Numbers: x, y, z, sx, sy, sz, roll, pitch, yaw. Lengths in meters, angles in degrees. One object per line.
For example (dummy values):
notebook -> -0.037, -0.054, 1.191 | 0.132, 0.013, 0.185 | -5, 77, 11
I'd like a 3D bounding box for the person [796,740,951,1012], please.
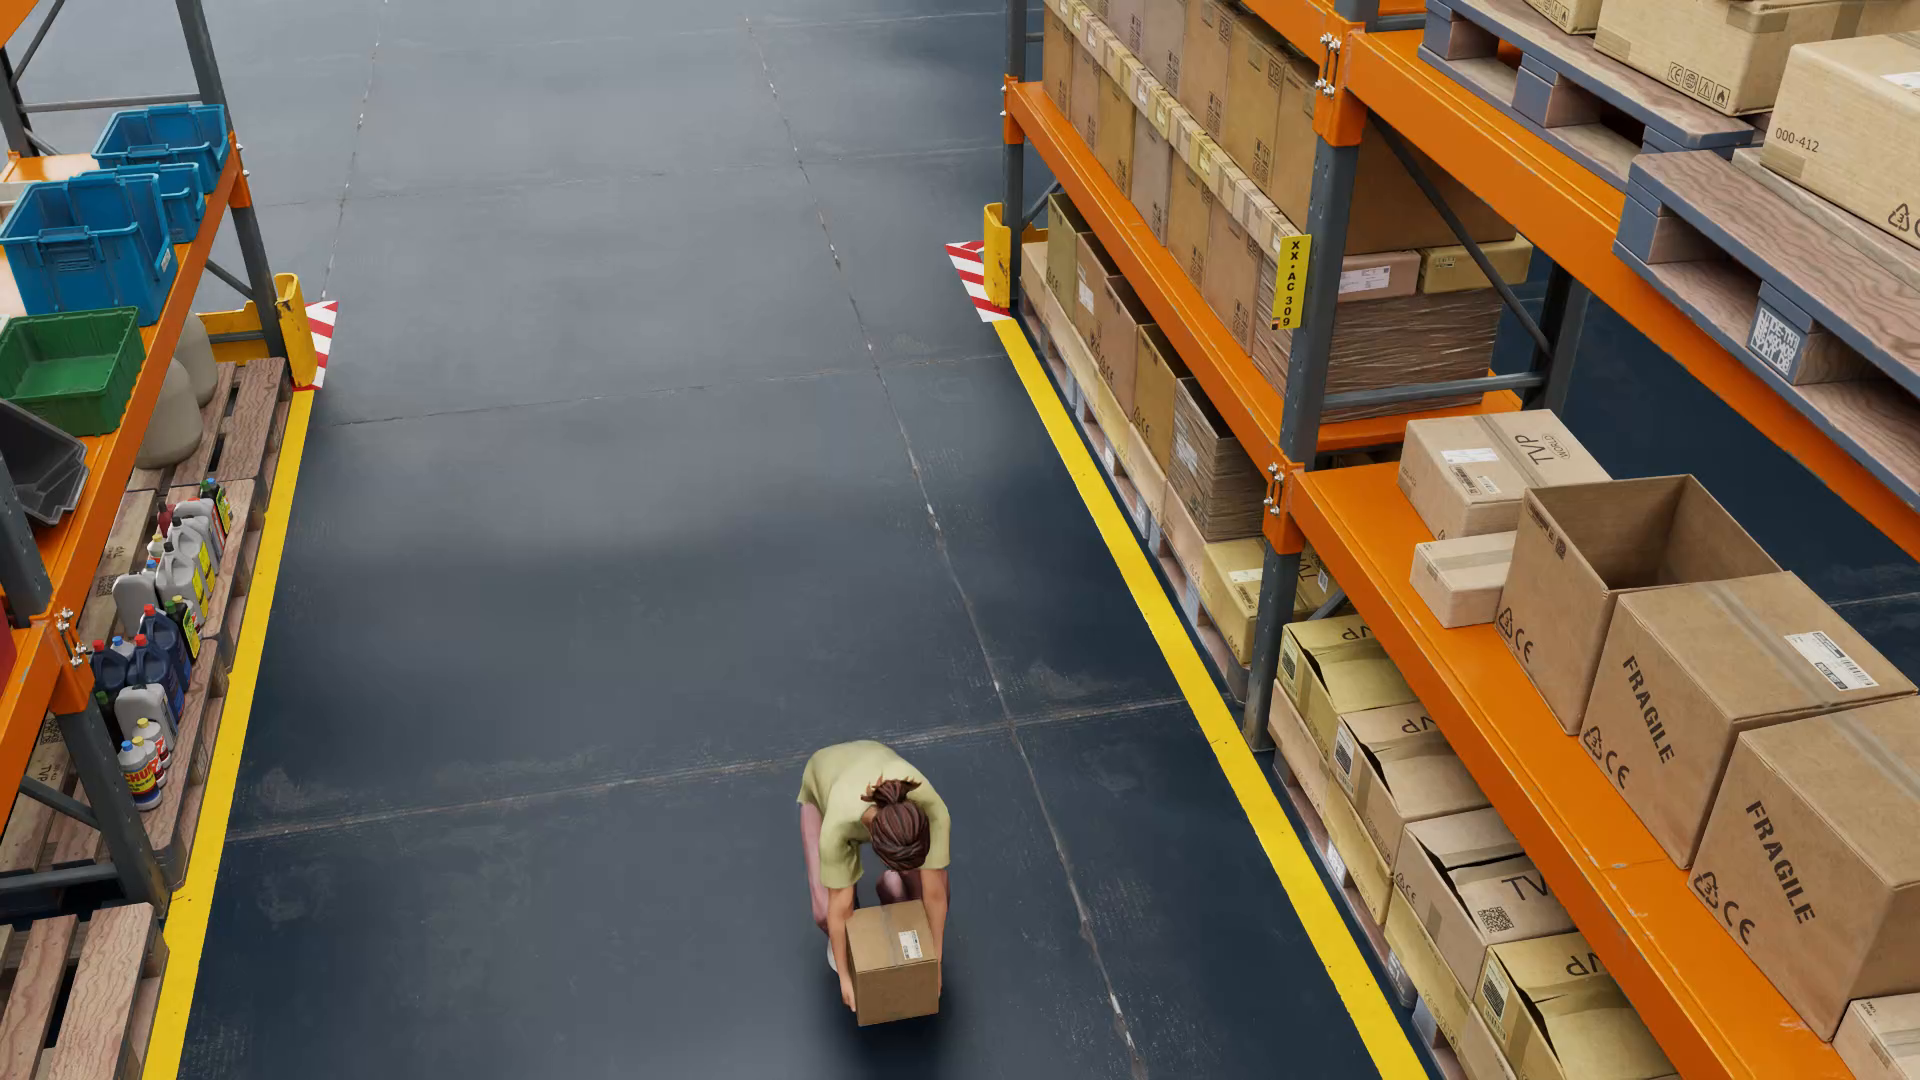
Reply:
person -> -0.272, 1.015, 5.327 | 0.452, 0.934, 0.817 | -8, 35, -12
